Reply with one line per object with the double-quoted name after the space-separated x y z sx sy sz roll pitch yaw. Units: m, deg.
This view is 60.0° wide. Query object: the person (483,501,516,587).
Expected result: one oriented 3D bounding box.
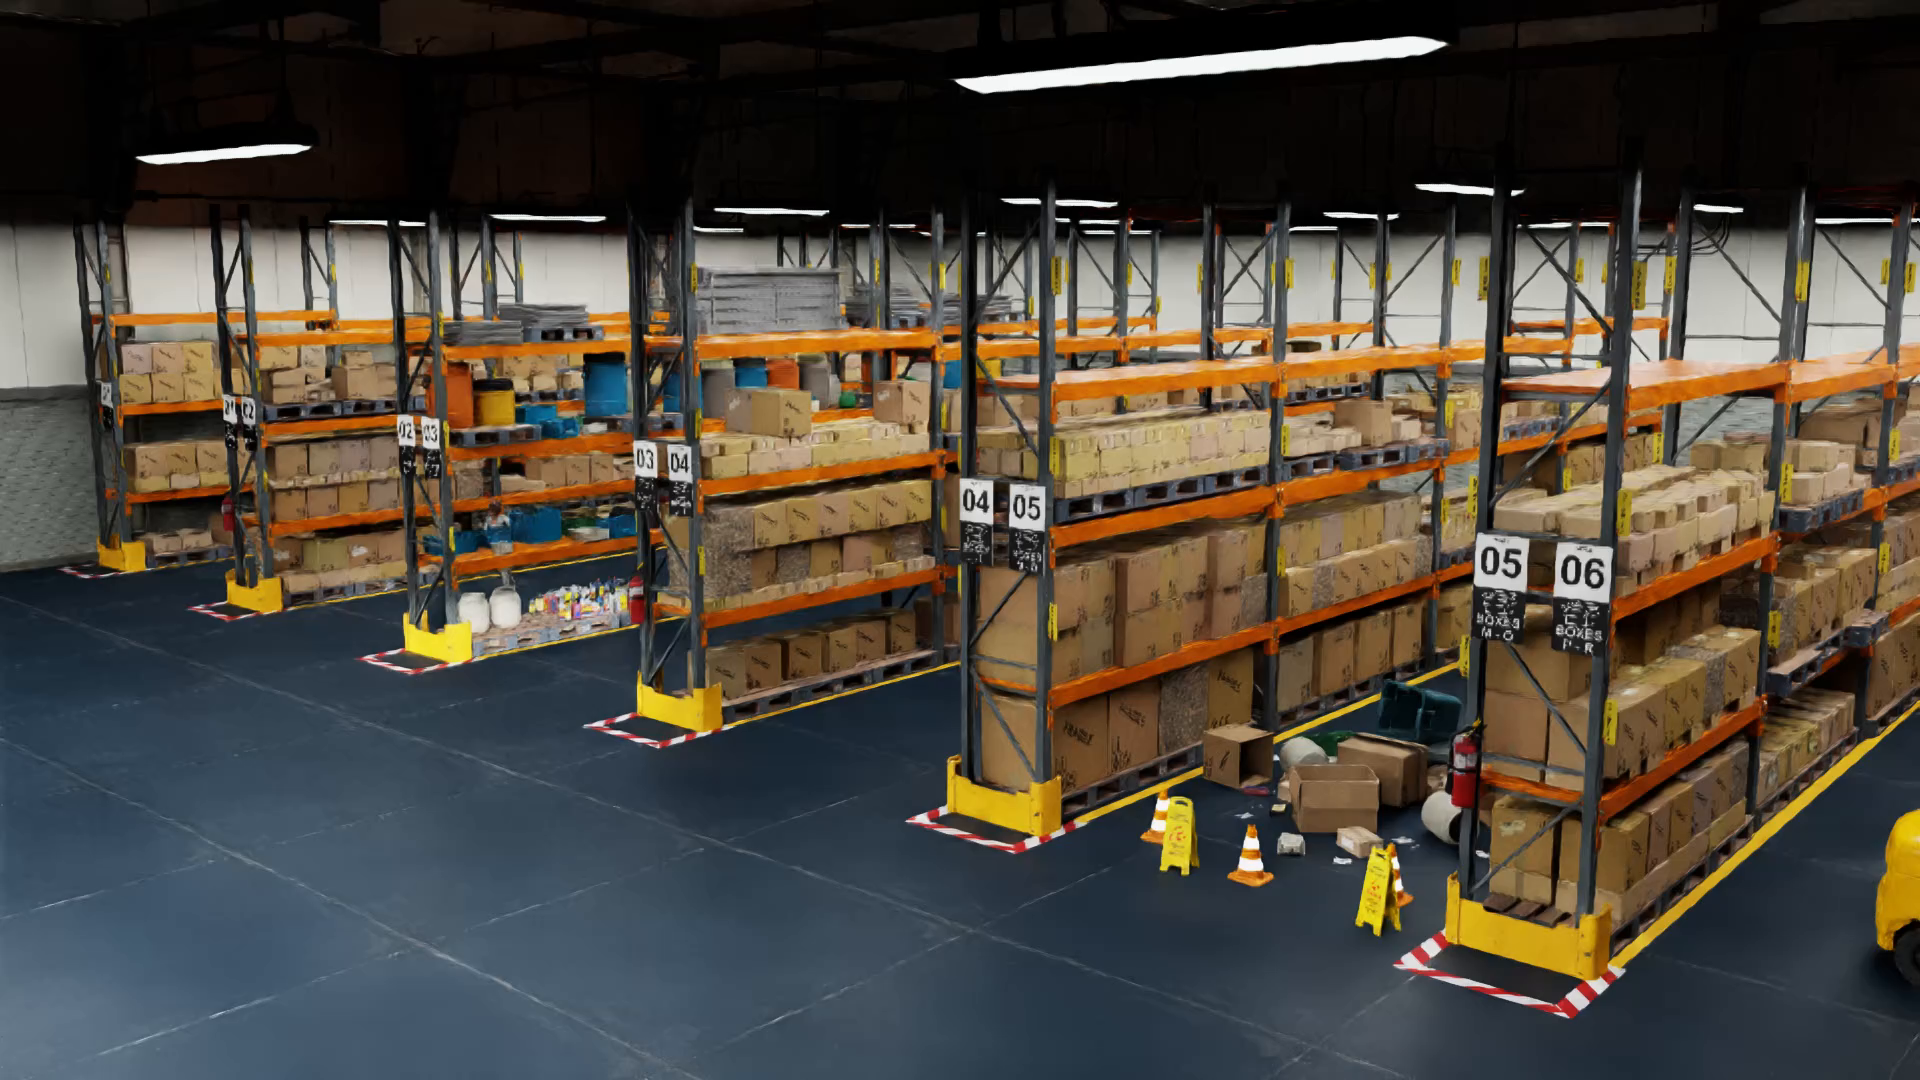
-7.092 0.132 25.795 0.562 1.527 0.782 4 10 23 "person"
